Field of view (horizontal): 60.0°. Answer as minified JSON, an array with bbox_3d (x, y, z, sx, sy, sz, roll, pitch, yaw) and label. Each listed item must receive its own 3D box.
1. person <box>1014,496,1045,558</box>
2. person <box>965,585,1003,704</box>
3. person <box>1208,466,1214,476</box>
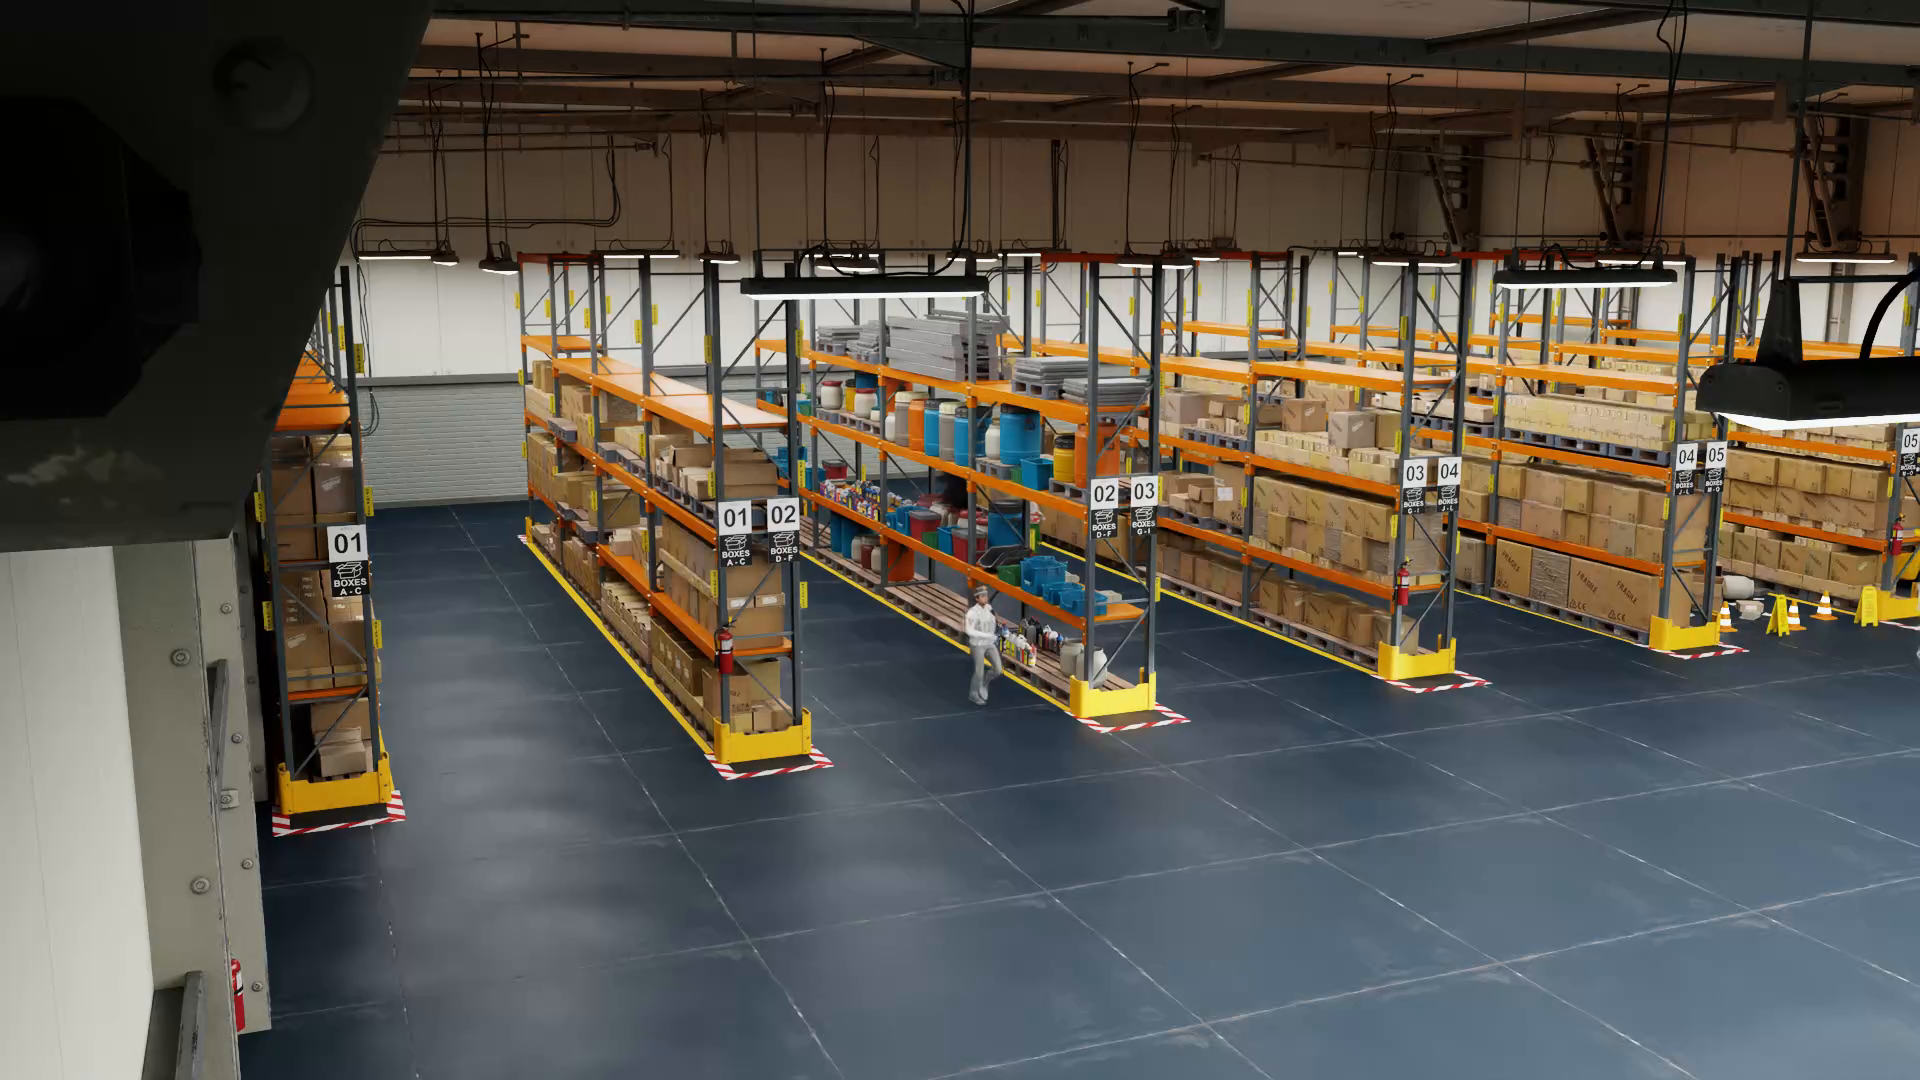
[{"bbox_3d":[1.245,-0.291,30.092,0.665,1.781,0.822,-7,12,-34],"label":"person"},{"bbox_3d":[0.344,1.428,22.583,0.595,1.660,0.584,-8,13,-38],"label":"person"},{"bbox_3d":[6.512,-2.300,42.647,0.890,1.796,0.640,-7,13,-34],"label":"person"}]
